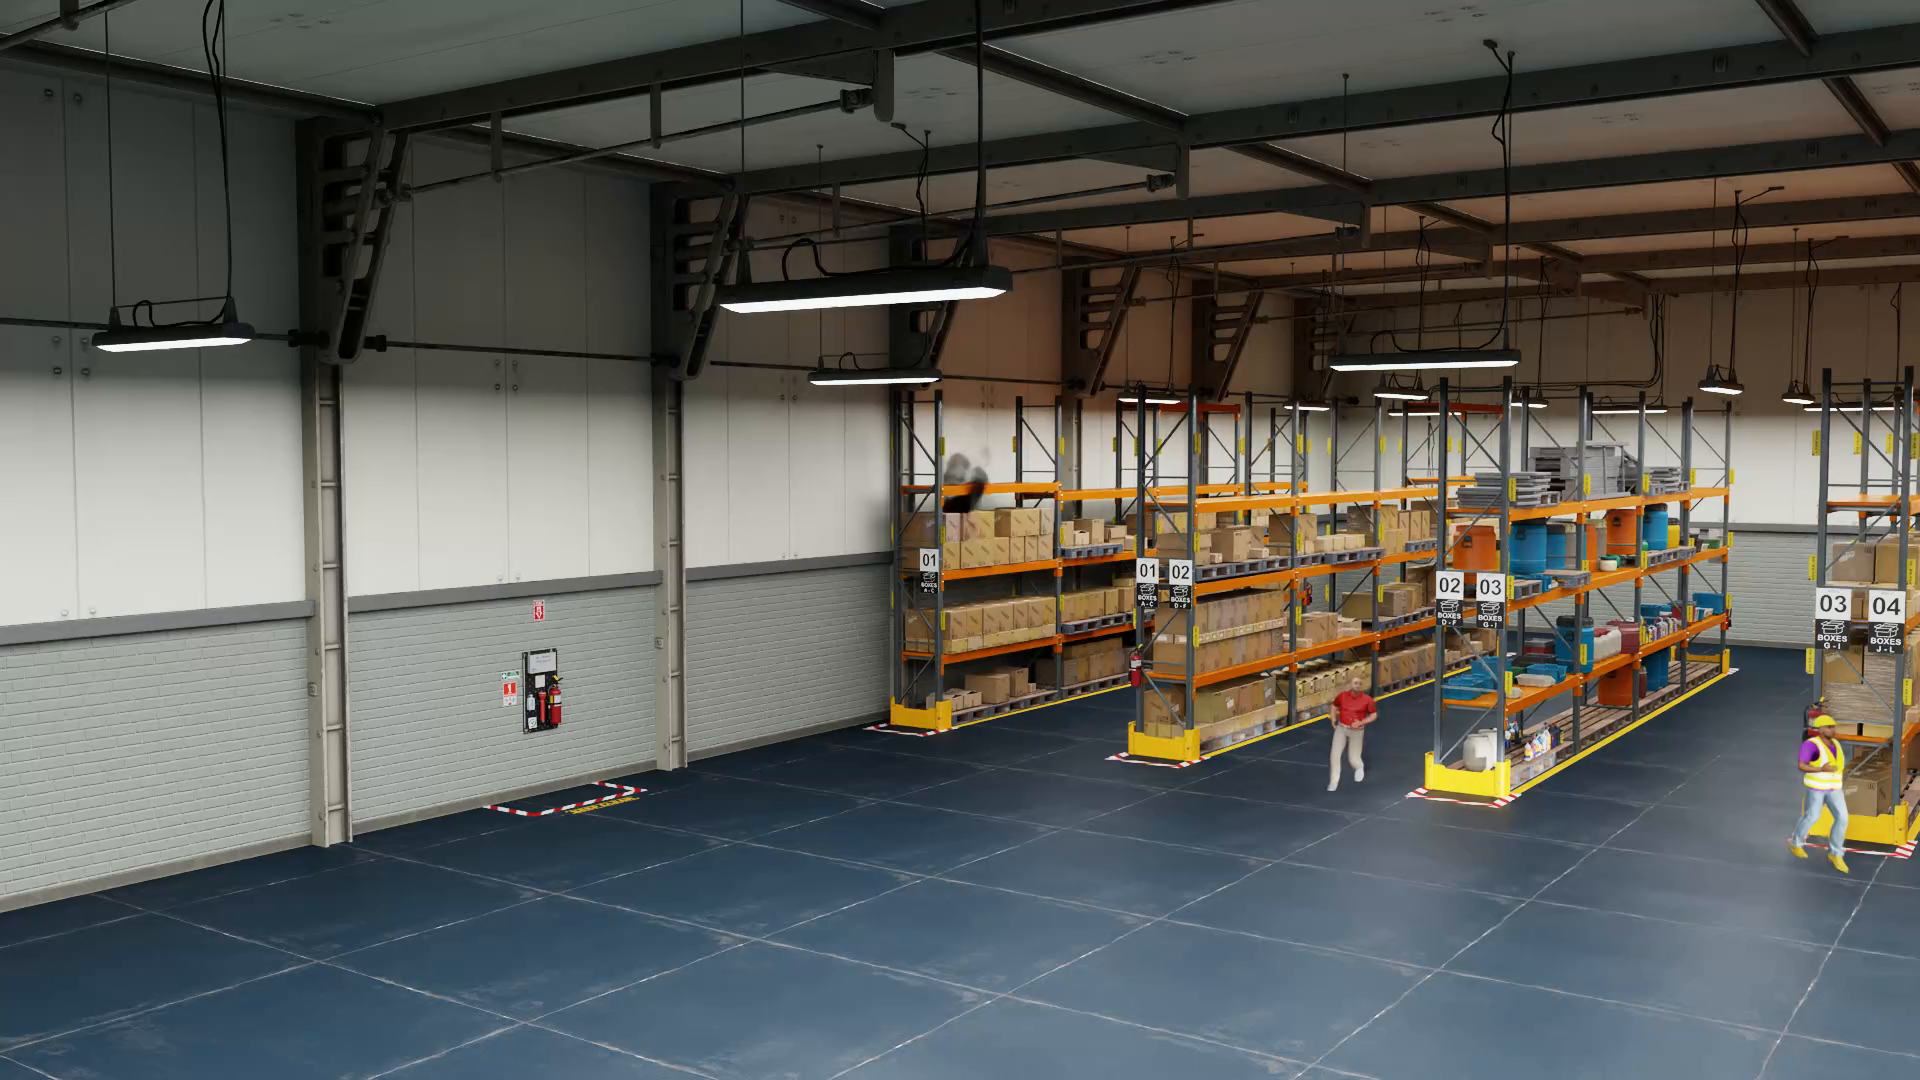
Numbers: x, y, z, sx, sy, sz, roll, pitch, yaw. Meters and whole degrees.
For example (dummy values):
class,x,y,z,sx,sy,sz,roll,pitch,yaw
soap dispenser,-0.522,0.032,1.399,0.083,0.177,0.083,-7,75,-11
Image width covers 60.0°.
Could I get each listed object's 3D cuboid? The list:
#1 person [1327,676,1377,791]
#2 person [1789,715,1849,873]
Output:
class,x,y,z,sx,sy,sz,roll,pitch,yaw
person,5.746,2.822,24.361,0.689,1.669,0.681,2,4,25
person,10.278,2.987,19.835,0.691,1.810,0.772,-1,3,-11
